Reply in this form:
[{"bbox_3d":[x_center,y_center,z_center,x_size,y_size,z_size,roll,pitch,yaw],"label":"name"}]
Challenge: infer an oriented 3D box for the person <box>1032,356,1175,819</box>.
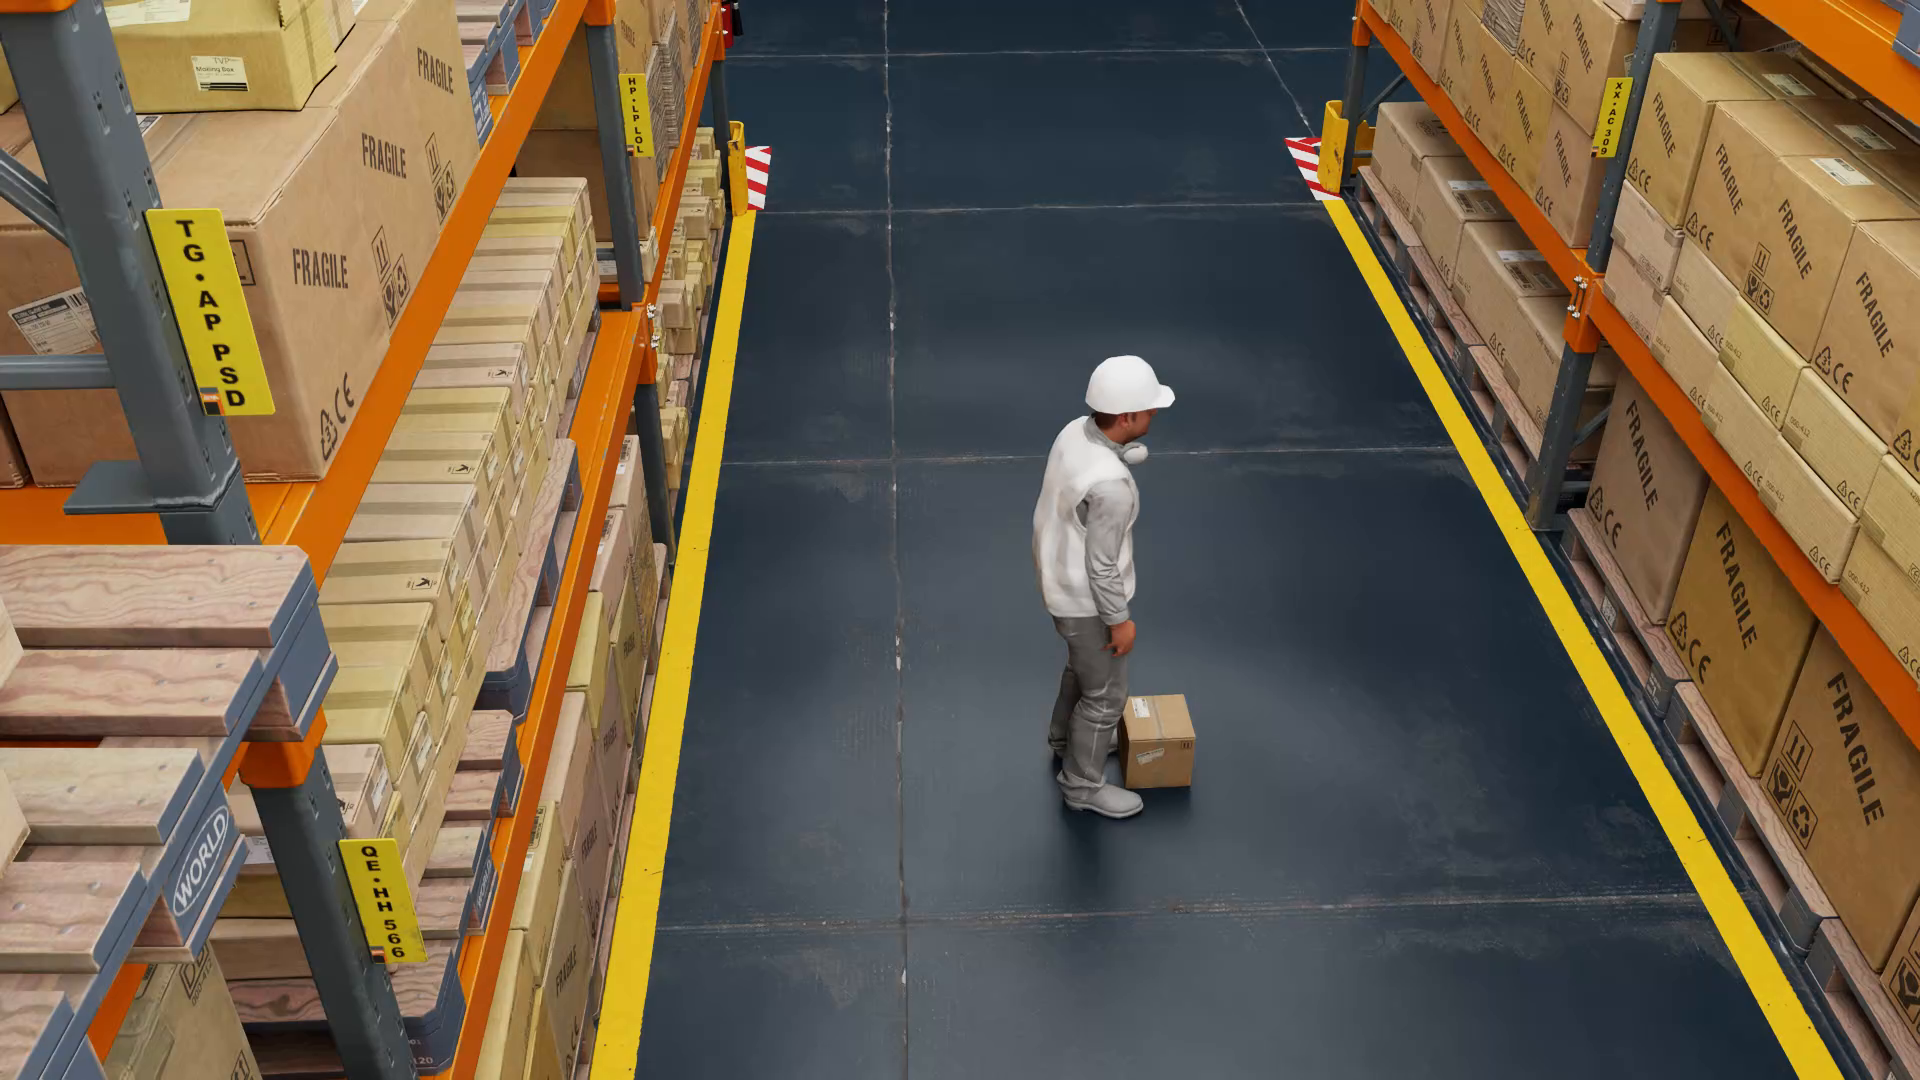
[{"bbox_3d":[0.485,0.151,5.904,0.457,1.773,0.593,-3,35,-4],"label":"person"}]
